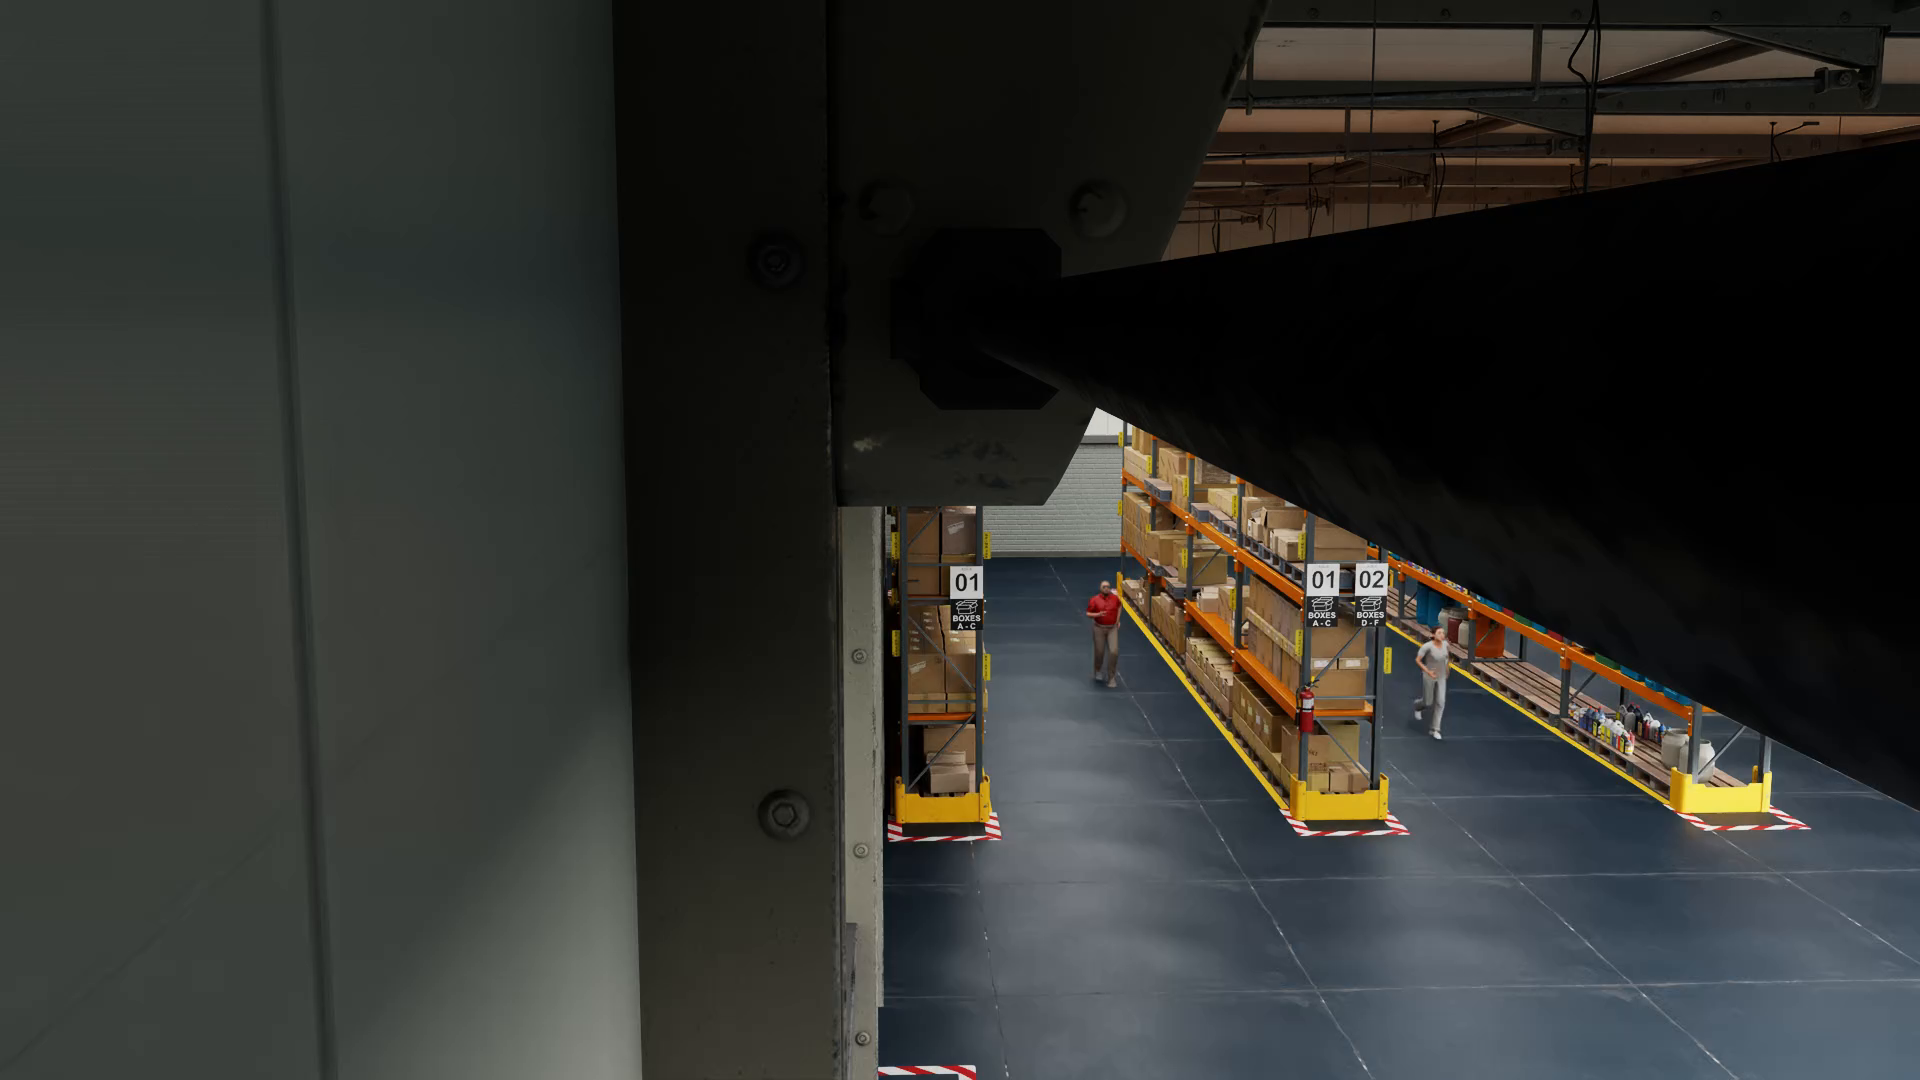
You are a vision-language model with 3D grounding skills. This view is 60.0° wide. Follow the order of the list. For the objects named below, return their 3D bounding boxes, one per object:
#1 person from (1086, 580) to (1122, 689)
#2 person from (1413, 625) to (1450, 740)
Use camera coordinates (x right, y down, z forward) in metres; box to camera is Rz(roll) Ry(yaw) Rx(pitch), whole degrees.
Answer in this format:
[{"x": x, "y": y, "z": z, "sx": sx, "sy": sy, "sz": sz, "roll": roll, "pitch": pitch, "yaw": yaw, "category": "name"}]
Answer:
[{"x": 2.433, "y": 1.565, "z": 27.904, "sx": 0.642, "sy": 1.786, "sz": 0.763, "roll": -1, "pitch": 8, "yaw": -5, "category": "person"}, {"x": 7.029, "y": 2.062, "z": 24.721, "sx": 0.589, "sy": 1.658, "sz": 0.891, "roll": -2, "pitch": 8, "yaw": -12, "category": "person"}]
